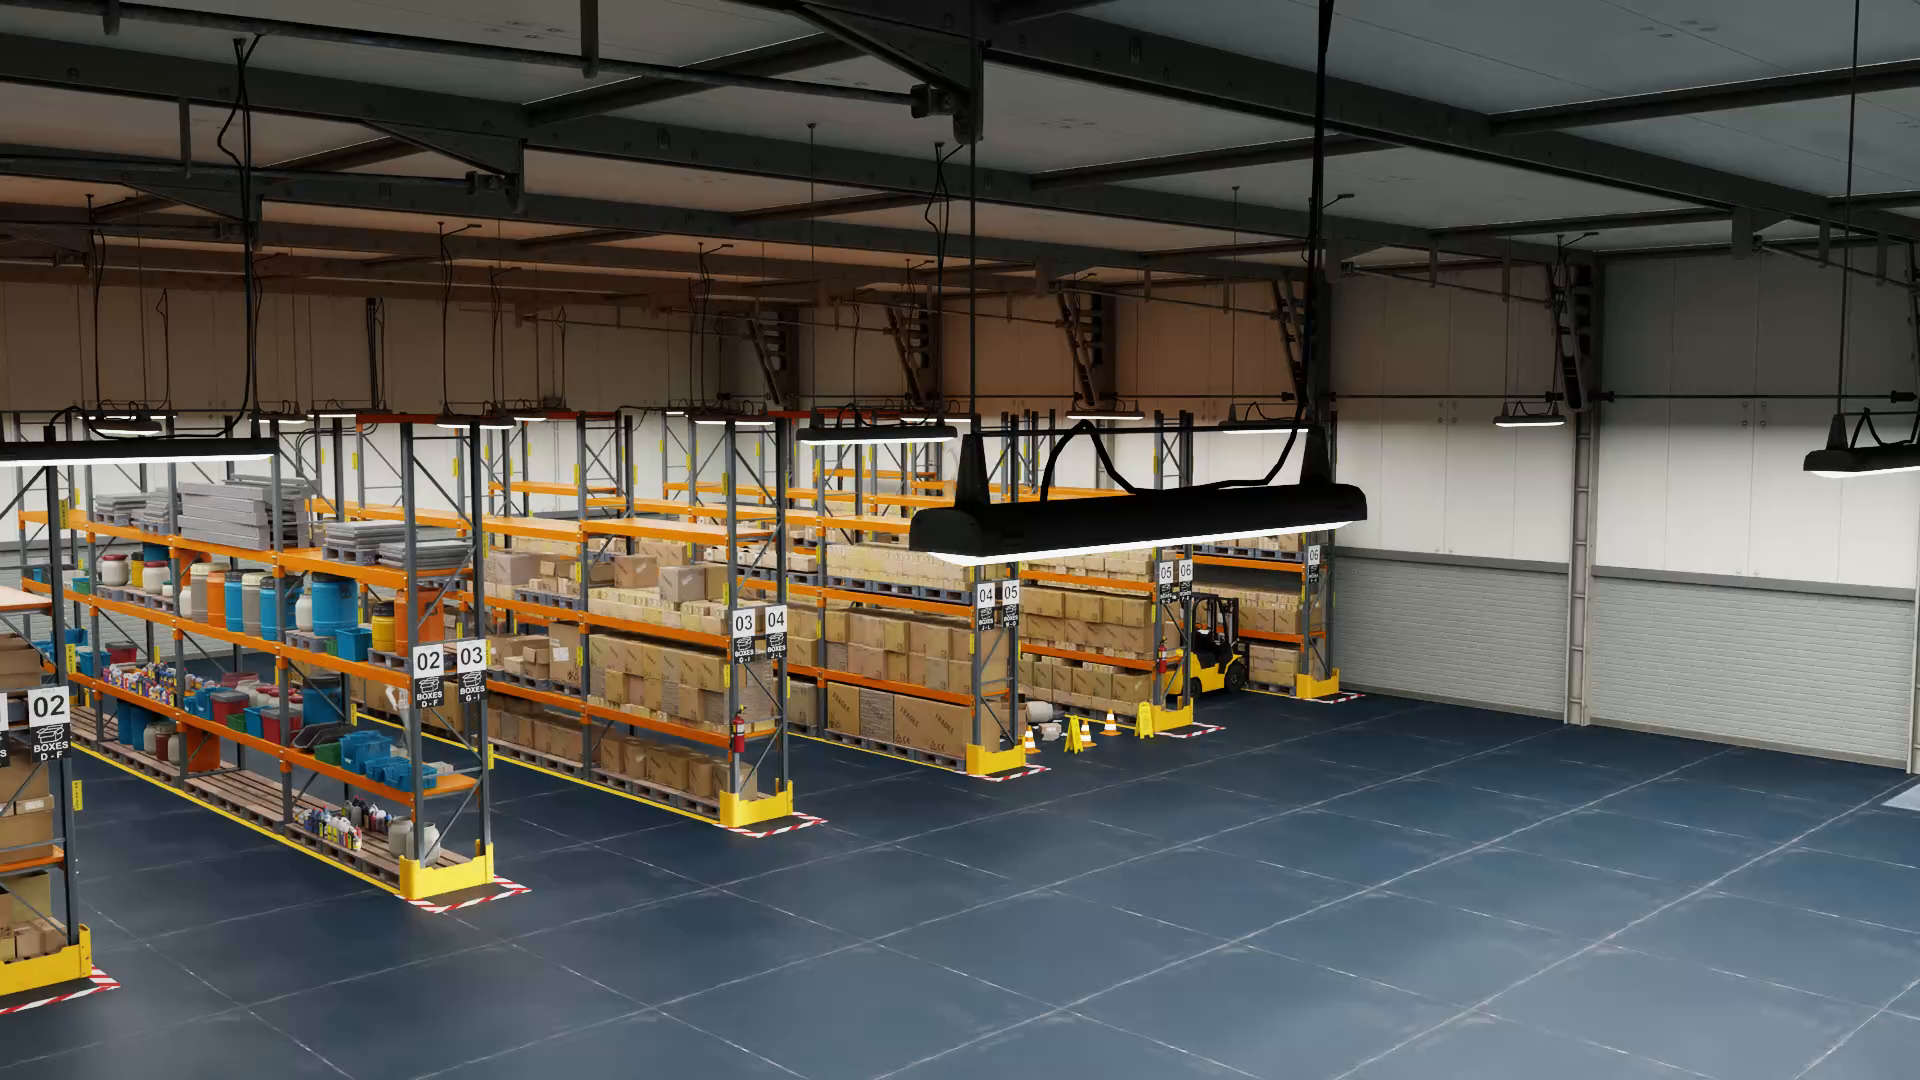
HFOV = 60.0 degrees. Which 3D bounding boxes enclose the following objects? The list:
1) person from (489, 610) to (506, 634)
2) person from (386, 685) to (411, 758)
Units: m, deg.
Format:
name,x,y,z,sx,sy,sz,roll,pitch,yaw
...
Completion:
name,x,y,z,sx,sy,sz,roll,pitch,yaw
person,-11.242,2.109,40.519,0.606,1.394,0.605,4,6,39
person,-9.603,2.951,28.957,0.915,1.704,0.604,4,7,41
